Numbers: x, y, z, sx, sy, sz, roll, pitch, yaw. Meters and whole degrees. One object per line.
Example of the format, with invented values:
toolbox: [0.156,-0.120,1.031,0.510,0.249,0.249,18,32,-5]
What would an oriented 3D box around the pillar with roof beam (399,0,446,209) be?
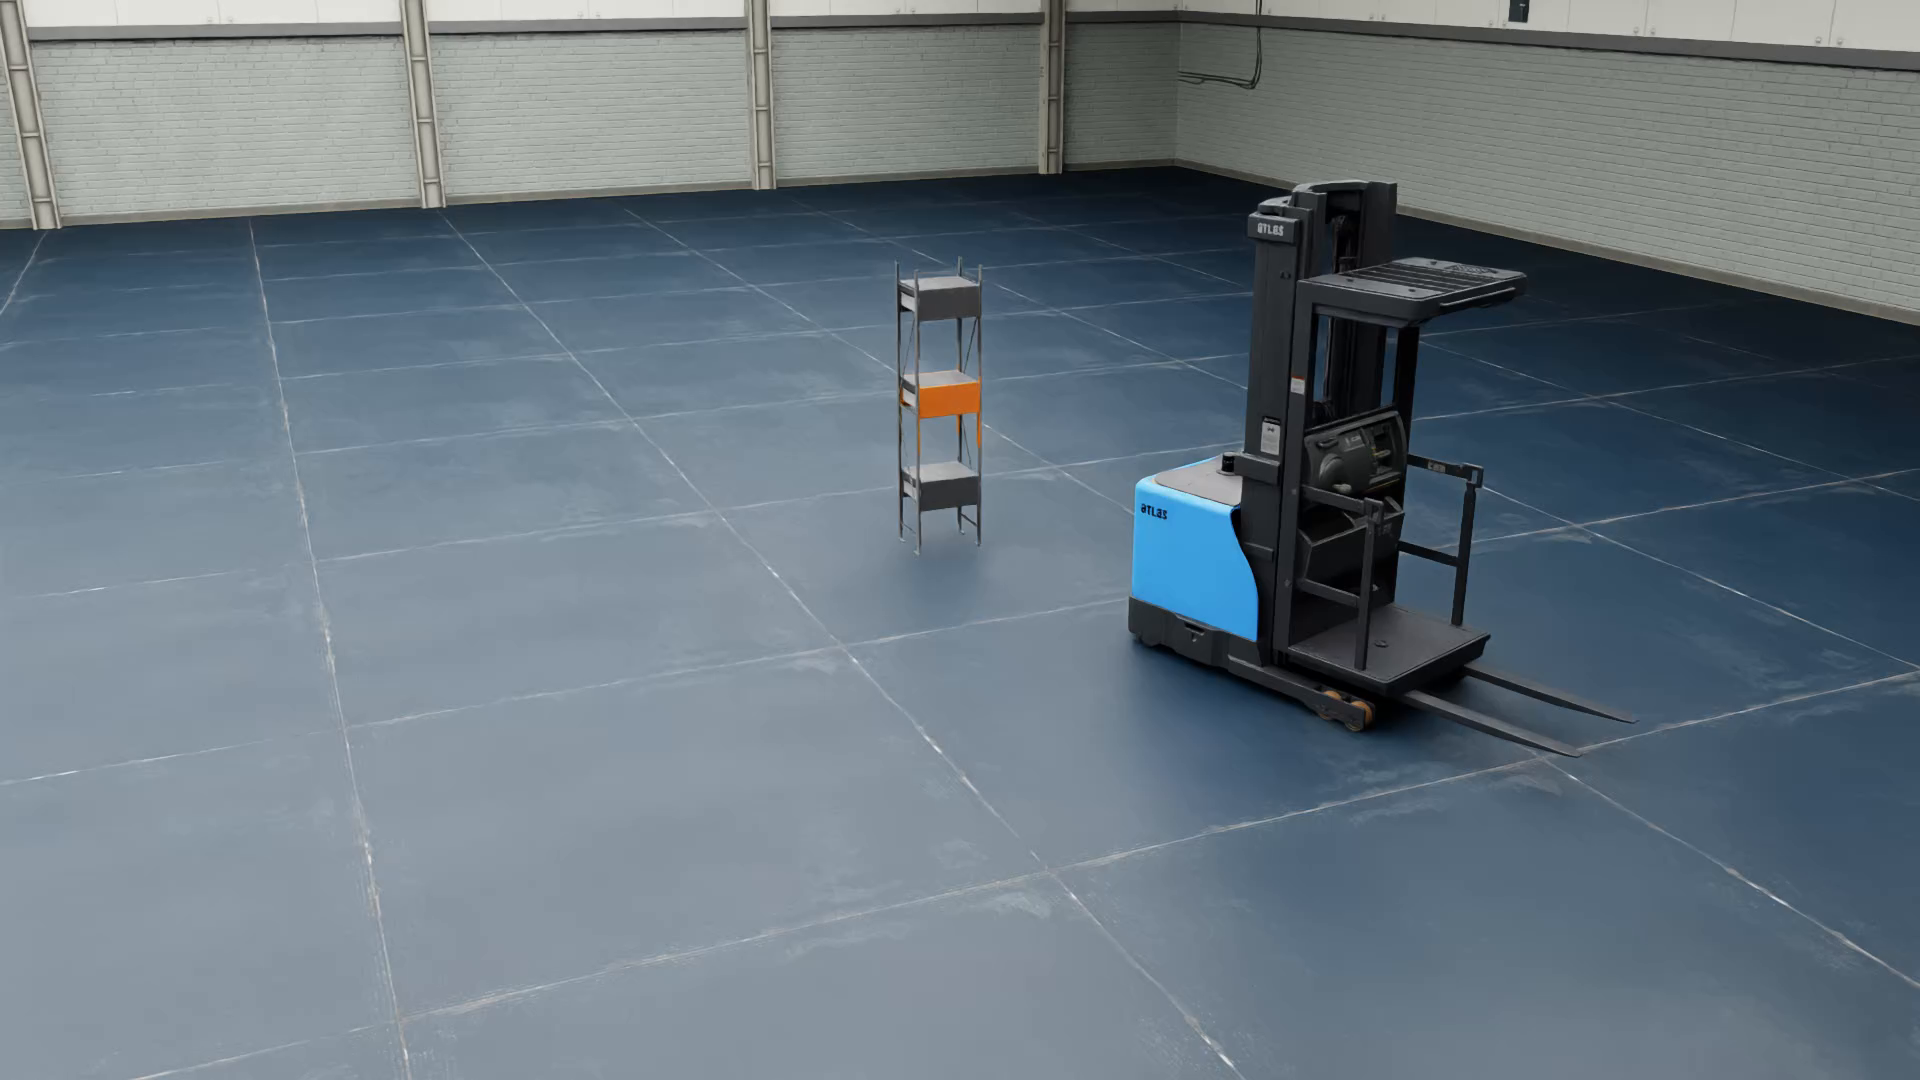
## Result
pillar with roof beam: [-7.495,-8.756,23.841,0.400,9.000,9.100,-8,21,-22]

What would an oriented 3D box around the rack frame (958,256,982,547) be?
rack frame: [0.072,-1.001,12.203,0.015,2.100,0.400,-8,21,-22]

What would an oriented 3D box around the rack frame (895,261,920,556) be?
rack frame: [-0.376,-0.937,12.020,0.015,2.100,0.400,-8,21,-22]

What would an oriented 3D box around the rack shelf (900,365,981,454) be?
rack shelf: [-0.152,-0.956,12.116,0.480,0.518,0.431,-8,21,-22]

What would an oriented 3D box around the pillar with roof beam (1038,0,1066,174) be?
pillar with roof beam: [3.523,-10.335,28.325,0.400,9.000,9.100,-8,21,-22]

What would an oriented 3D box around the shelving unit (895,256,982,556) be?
shelving unit: [-0.152,-0.969,12.111,0.503,2.100,0.431,-8,21,-22]

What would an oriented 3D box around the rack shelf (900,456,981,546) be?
rack shelf: [-0.152,-0.295,12.348,0.480,0.518,0.431,-8,21,-22]

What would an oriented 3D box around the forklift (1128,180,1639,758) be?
forklift: [2.440,-0.490,9.499,1.130,2.935,3.031,-17,25,-39]

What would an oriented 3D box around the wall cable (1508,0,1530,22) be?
wall cable: [8.793,-10.339,23.216,0.169,6.003,2.305,-8,21,-22]

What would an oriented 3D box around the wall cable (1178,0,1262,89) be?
wall cable: [5.047,-10.167,32.524,0.112,2.526,3.097,-8,21,-22]

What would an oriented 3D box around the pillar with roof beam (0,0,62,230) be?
pillar with roof beam: [-13.004,-7.967,21.599,0.400,9.000,9.100,-8,21,-22]

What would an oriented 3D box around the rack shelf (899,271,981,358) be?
rack shelf: [-0.152,-1.616,11.884,0.480,0.518,0.431,-8,21,-22]

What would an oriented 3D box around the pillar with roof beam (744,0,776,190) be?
pillar with roof beam: [-1.986,-9.546,26.083,0.400,9.000,9.100,-8,21,-22]
